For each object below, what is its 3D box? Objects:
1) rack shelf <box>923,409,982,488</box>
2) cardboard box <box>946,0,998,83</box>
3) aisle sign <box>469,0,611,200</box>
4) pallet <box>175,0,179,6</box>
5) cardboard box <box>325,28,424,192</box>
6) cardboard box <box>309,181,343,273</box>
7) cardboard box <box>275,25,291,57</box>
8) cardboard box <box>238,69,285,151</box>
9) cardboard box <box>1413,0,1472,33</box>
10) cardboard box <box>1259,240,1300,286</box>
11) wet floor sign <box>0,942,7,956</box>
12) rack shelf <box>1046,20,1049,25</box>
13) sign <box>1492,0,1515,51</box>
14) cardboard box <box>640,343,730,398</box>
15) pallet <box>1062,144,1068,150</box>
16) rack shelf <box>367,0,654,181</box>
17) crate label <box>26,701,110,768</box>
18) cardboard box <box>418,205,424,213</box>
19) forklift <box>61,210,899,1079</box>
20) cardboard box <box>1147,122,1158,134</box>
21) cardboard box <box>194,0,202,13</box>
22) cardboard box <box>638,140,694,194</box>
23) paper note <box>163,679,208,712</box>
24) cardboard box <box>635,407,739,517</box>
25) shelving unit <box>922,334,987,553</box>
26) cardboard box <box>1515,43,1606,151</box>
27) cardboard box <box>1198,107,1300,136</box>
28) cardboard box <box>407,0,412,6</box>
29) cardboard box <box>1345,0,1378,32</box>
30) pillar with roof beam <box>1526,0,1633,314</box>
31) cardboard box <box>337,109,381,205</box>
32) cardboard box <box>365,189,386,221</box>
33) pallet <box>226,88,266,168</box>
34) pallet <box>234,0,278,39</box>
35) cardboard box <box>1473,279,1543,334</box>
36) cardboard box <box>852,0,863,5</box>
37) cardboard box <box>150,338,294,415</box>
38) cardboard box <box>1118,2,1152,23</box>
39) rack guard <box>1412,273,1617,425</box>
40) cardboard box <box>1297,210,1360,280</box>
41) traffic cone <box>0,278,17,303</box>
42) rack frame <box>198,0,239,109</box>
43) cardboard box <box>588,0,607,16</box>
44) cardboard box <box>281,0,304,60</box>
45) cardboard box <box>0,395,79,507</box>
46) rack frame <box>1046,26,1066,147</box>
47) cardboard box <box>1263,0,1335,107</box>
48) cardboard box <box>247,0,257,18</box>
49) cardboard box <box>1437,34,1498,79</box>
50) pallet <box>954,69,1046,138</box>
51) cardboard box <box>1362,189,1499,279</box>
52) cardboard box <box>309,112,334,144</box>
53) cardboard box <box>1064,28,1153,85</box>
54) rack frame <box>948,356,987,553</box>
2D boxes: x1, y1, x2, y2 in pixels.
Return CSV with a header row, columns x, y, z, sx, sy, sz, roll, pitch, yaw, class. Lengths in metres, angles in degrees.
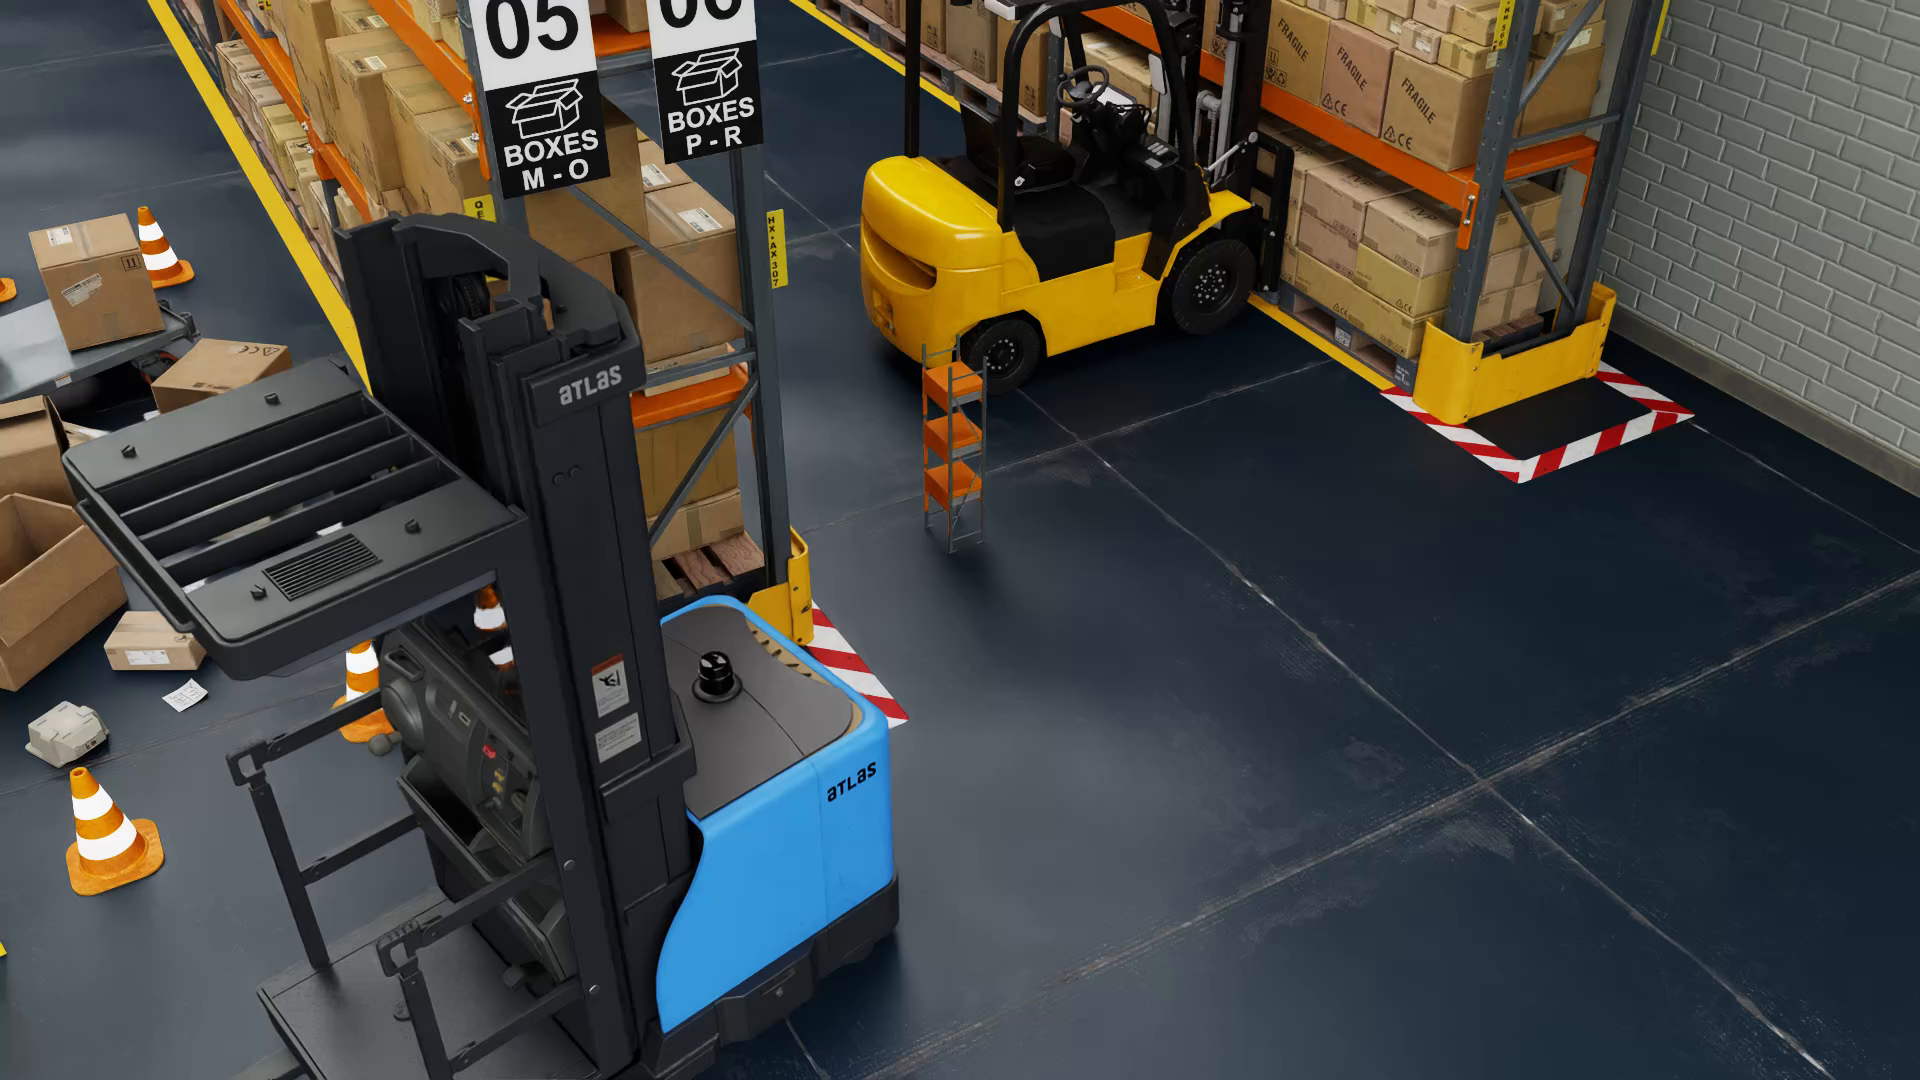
x,y,z,sx,sy,sz,roll,pitch,yaw,class
-0.027,-0.443,7.984,0.215,0.259,0.240,-19,40,-24,rack shelf
0.425,-4.012,12.857,0.875,0.625,0.625,-19,40,-24,cardboard box
-1.420,-1.560,5.639,0.394,0.787,0.004,-19,40,-24,aisle sign
-6.777,-5.250,15.259,1.003,0.211,1.213,-19,40,-24,pallet
-2.239,-1.878,7.093,0.700,0.500,0.500,-19,40,-24,cardboard box
-3.476,-2.043,10.376,0.950,0.372,0.625,-18,40,-23,cardboard box
-3.707,-2.916,9.557,0.380,0.149,0.250,-18,40,-23,cardboard box
-4.567,-3.151,11.893,0.950,0.372,0.625,-20,41,-25,cardboard box
2.576,-2.760,8.598,0.380,0.149,0.250,-19,40,-24,cardboard box
2.095,-1.820,10.174,0.500,0.250,0.500,-18,40,-23,cardboard box
-3.703,1.269,5.965,0.267,0.644,0.232,-26,44,-31,wet floor sign
0.075,-4.870,12.984,1.077,0.370,4.000,-19,40,-24,rack shelf
2.613,-2.510,7.961,0.100,0.325,0.005,-19,40,-24,sign
-1.192,-0.761,6.962,0.380,0.149,0.250,-19,40,-24,cardboard box
1.443,-2.596,11.626,1.003,0.211,1.213,-19,40,-24,pallet
-2.205,-2.569,7.290,1.077,0.370,4.000,-19,40,-24,rack shelf
-3.769,0.811,7.024,0.298,0.136,0.250,19,40,24,crate label
-1.959,-1.240,7.068,0.500,0.500,0.500,-19,40,-24,cardboard box
-1.656,0.656,4.867,3.031,2.935,1.130,-28,45,-33,forklift
1.553,-2.547,10.746,0.500,0.250,0.500,-19,40,-24,cardboard box
-5.939,-4.852,13.795,0.875,0.875,0.875,-18,40,-23,cardboard box
-1.462,-1.375,7.253,0.500,0.500,0.500,-18,40,-23,cardboard box
-3.397,0.679,7.294,0.142,0.019,0.148,26,44,31,paper note
-1.379,-0.495,7.724,0.500,0.500,0.500,-20,41,-25,cardboard box
-0.027,-0.451,7.978,0.215,1.050,0.252,-19,40,-24,shelving unit
3.081,-2.476,9.012,0.500,0.500,0.500,-18,40,-22,cardboard box
1.817,-2.480,10.229,0.500,0.250,0.500,-20,41,-25,cardboard box
-1.879,-2.100,6.251,0.380,0.149,0.250,-18,40,-23,cardboard box
2.327,-2.898,9.040,0.380,0.149,0.250,-19,40,-24,cardboard box
-0.203,-3.870,5.919,9.100,9.000,0.400,-19,40,-24,pillar with roof beam
-2.717,-2.012,8.125,0.500,0.500,0.500,-19,40,-24,cardboard box
-2.695,-1.655,8.186,0.380,0.149,0.250,-19,40,-24,cardboard box
-4.828,-3.182,12.428,1.003,0.211,1.213,-19,40,-24,pallet
-4.190,-3.633,10.843,1.003,0.211,1.213,-19,40,-24,pallet
3.012,-1.468,9.692,0.500,0.250,0.500,-19,40,-24,cardboard box
-0.628,-5.069,14.304,0.875,0.625,0.625,-18,40,-23,cardboard box
-3.848,-0.710,8.796,0.500,0.500,0.500,6,37,8,cardboard box
1.353,-3.616,10.573,0.500,0.500,0.500,-18,40,-23,cardboard box
3.101,-1.079,9.303,1.175,0.500,0.348,-19,40,-24,rack guard
2.332,-1.776,9.690,0.500,0.250,0.500,-19,40,-24,cardboard box
-6.054,-1.712,10.202,0.336,0.463,0.334,-19,40,-24,traffic cone
-5.220,-4.708,12.152,1.000,3.000,0.127,-19,40,-24,rack frame
-1.296,-2.110,6.266,0.380,0.149,0.250,-20,41,-25,cardboard box
-2.939,-2.676,8.186,0.700,0.500,0.500,-19,40,-24,cardboard box
-4.749,-0.294,8.111,0.797,0.637,0.503,-19,40,-24,cardboard box
1.080,-4.140,11.376,1.000,3.000,0.127,-19,40,-24,rack frame
2.105,-2.843,9.514,0.500,0.500,0.500,-20,41,-25,cardboard box
-4.116,-3.306,10.090,0.380,0.149,0.250,-19,40,-24,cardboard box
2.673,-2.497,8.490,0.380,0.149,0.250,-18,40,-23,cardboard box
0.676,-3.379,12.697,1.003,0.211,1.213,-19,40,-24,pallet
2.588,-1.706,9.170,0.500,0.250,0.500,-18,40,-22,cardboard box
-3.329,-2.311,9.083,0.380,0.149,0.250,-19,40,-24,cardboard box
1.051,-3.264,11.303,0.500,0.250,0.500,-20,40,-25,cardboard box
0.034,-0.389,7.893,0.200,1.050,0.008,-19,40,-24,rack frame
